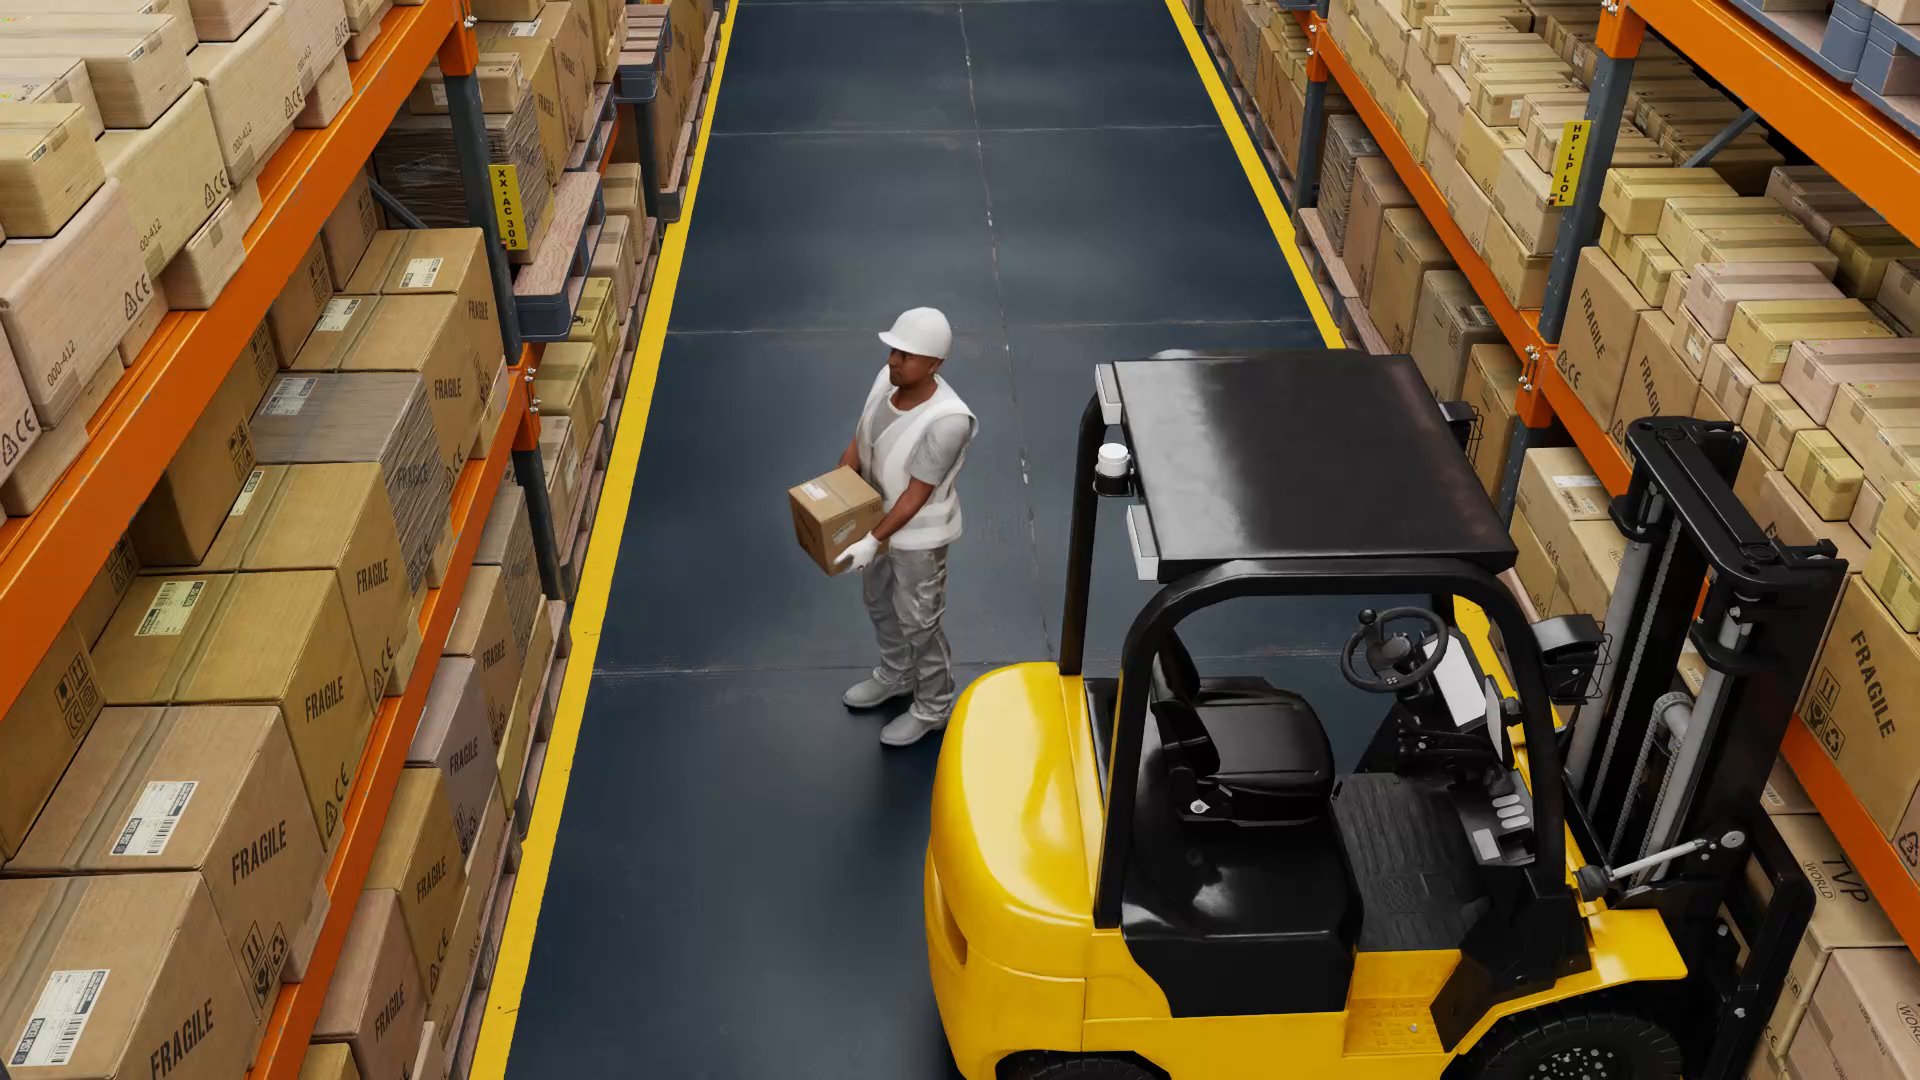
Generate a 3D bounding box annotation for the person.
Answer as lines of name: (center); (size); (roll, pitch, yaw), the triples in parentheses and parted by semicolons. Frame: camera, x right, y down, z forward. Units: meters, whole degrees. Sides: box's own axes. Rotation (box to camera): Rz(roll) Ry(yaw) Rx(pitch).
person: (-0.274, -0.014, 6.146); (0.577, 1.785, 0.497); (-20, 39, -26)
